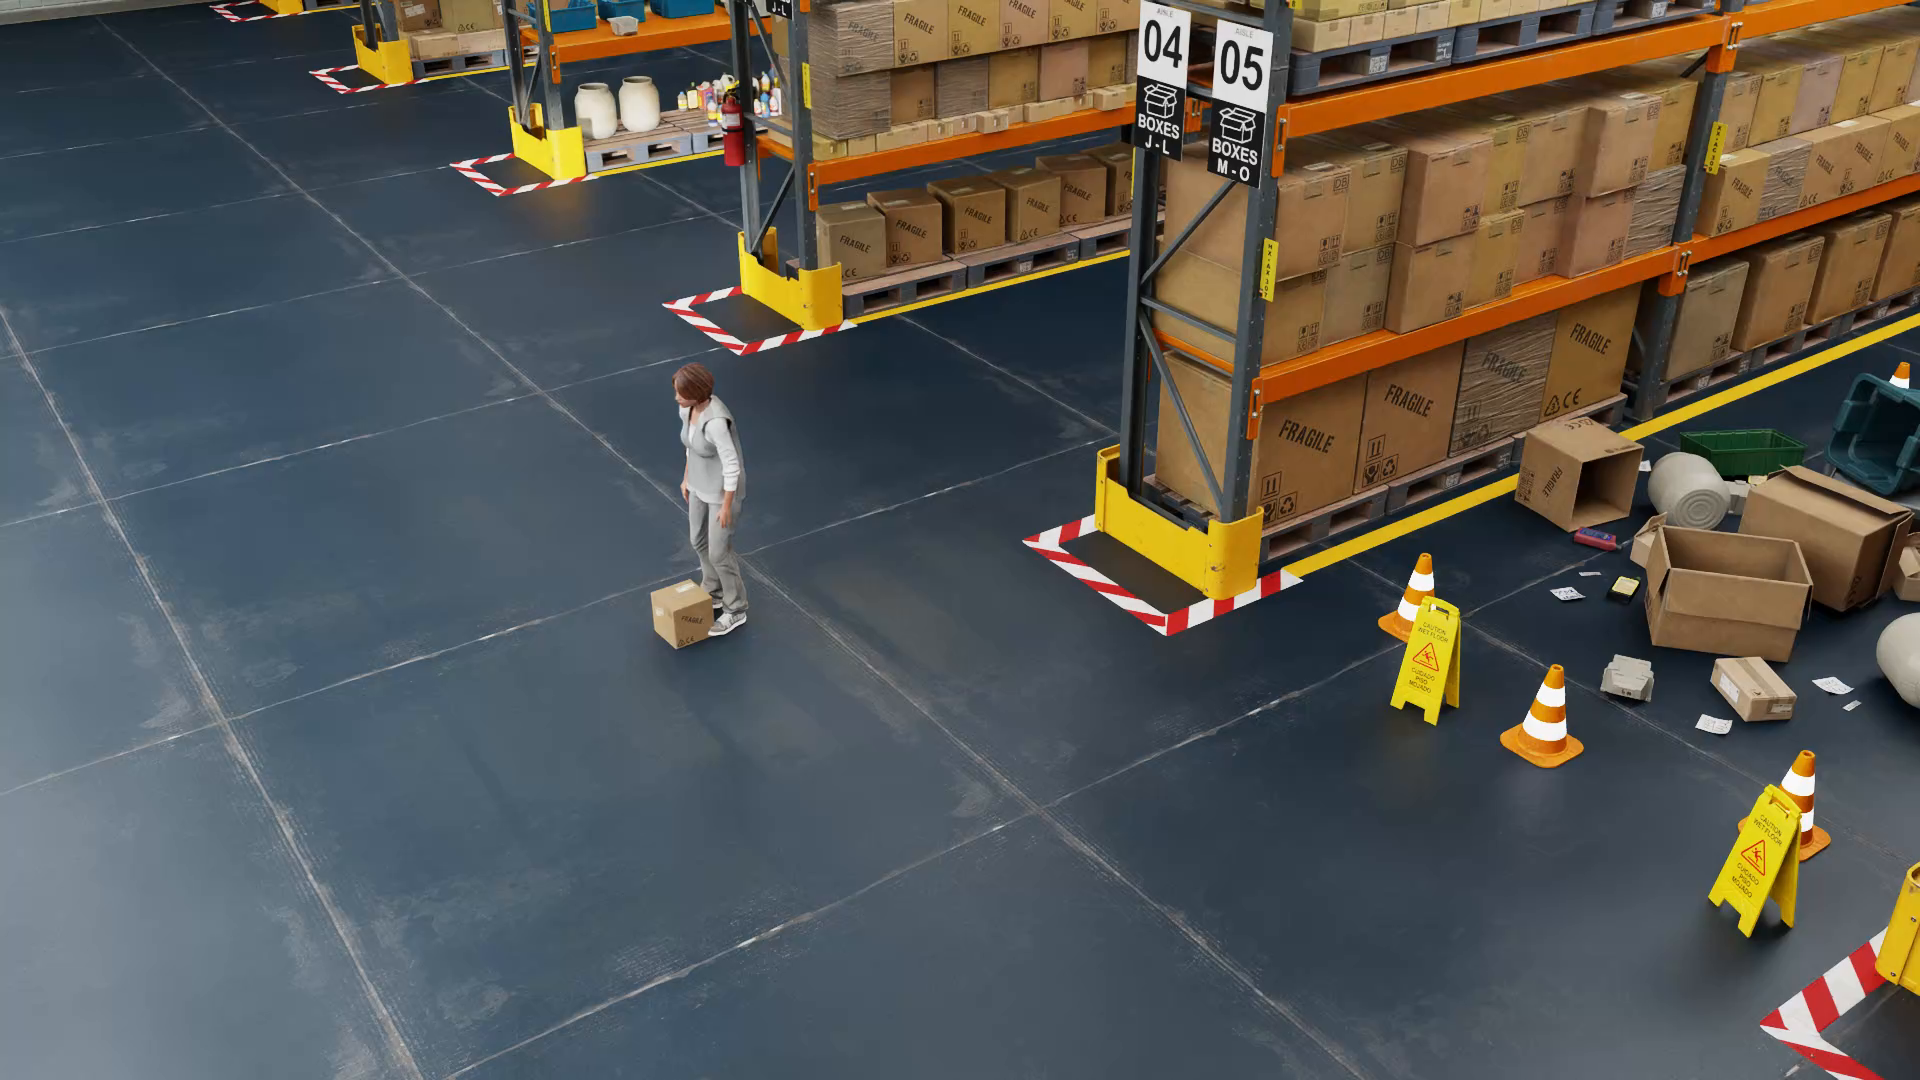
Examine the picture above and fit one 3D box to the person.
[{"bbox_3d":[-1.358,-0.243,9.074,0.348,1.593,0.476,-20,35,-32],"label":"person"}]
